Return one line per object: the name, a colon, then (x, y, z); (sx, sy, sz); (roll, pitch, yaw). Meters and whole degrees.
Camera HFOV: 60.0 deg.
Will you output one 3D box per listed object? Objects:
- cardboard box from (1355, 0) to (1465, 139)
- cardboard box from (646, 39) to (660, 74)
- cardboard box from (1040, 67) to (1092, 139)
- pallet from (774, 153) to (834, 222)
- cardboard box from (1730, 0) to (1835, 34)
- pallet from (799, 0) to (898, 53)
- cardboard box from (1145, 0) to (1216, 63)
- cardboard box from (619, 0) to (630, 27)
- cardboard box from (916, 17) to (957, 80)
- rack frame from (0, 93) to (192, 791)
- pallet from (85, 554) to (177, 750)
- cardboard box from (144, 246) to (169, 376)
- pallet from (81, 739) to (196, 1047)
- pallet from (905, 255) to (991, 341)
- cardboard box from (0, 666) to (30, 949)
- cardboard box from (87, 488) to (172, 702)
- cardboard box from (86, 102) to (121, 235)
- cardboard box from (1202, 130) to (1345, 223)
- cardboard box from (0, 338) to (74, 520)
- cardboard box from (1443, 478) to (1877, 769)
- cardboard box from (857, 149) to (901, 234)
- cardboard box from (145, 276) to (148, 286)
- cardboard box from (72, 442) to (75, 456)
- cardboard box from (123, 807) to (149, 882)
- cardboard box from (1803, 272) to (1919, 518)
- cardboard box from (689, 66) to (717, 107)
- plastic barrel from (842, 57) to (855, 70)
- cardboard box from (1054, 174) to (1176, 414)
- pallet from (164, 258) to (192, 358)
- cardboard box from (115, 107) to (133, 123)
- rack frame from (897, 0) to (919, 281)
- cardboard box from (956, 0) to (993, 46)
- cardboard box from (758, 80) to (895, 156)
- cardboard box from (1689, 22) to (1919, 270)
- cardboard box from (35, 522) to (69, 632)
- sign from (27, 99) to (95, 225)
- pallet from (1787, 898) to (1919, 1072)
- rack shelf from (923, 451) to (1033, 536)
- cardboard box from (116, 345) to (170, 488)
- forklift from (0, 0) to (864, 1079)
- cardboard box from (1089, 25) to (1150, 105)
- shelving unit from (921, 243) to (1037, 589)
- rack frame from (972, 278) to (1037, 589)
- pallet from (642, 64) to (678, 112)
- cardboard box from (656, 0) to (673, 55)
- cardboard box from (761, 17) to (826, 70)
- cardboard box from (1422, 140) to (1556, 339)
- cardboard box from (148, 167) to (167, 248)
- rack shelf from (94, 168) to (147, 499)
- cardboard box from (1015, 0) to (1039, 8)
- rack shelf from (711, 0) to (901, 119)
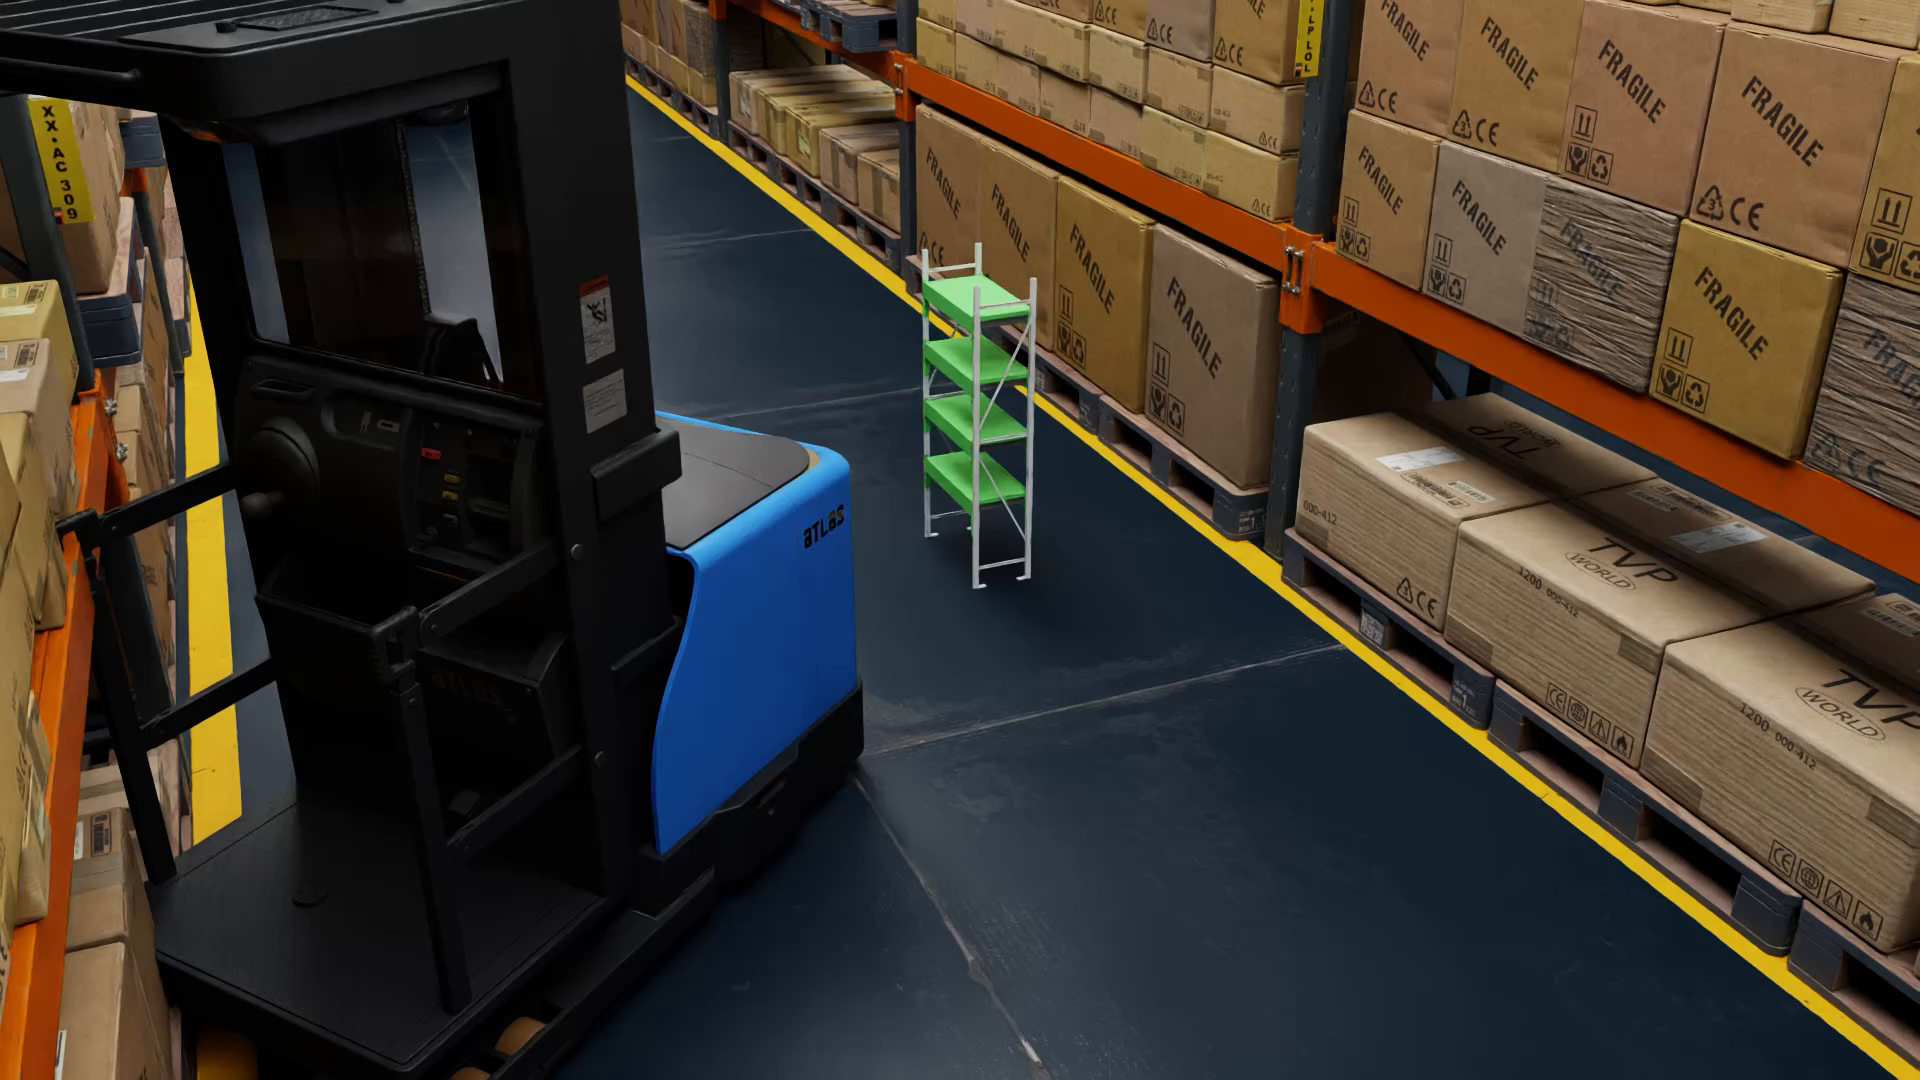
cardboard box: (1.660, -1.626, 5.407); (0.500, 0.500, 0.500); (-10, 28, -20)
cardboard box: (-2.523, -4.364, 14.925); (0.500, 0.250, 0.500); (-9, 27, -17)
cardboard box: (0.704, -2.056, 7.714); (0.500, 0.250, 0.500); (-11, 28, -21)
pallet: (-0.648, -2.535, 11.701); (1.003, 0.211, 1.213); (-11, 28, -21)
cardboard box: (2.161, -1.361, 4.126); (0.380, 0.149, 0.250); (-10, 28, -20)
pallet: (-0.247, -3.163, 10.029); (1.213, 0.211, 1.003); (-11, 28, -21)
cardboard box: (1.081, -2.204, 6.592); (0.500, 0.500, 0.500); (-10, 28, -20)
cardboard box: (-2.931, -5.117, 15.612); (0.500, 0.500, 0.500); (-12, 28, -22)
cardboard box: (0.091, -2.672, 8.975); (0.500, 0.250, 0.500); (-11, 28, -21)
rack frame: (-2.869, -0.511, 4.378); (1.000, 3.000, 0.127); (-11, 28, -21)
pallet: (-3.222, 0.420, 5.649); (1.003, 0.211, 1.213); (-11, 28, -21)
cardboard box: (-4.072, -1.057, 7.867); (0.500, 0.500, 0.500); (-10, 28, -19)
pallet: (-2.601, 1.020, 4.421); (1.003, 0.211, 1.213); (-11, 28, -21)
pallet: (0.370, -1.396, 9.368); (1.003, 0.211, 1.213); (-11, 28, -21)
cardboard box: (-1.631, 0.401, 2.343); (0.500, 0.250, 0.500); (-11, 28, -22)
cardboard box: (-2.851, 0.190, 5.313); (0.500, 0.500, 0.500); (-9, 28, -18)
cardboard box: (-3.055, -1.187, 5.170); (0.700, 0.500, 0.500); (-10, 28, -20)
cardboard box: (1.289, -1.436, 6.443); (0.500, 0.250, 0.500); (-11, 28, -22)
cardboard box: (-2.235, -0.214, 3.601); (0.500, 0.250, 0.500); (-10, 28, -20)
cardboard box: (2.195, 0.231, 5.301); (0.875, 0.438, 0.875); (-11, 28, -22)
cardboard box: (-0.082, -2.218, 10.390); (0.950, 0.372, 0.625); (-13, 29, -24)
cardboard box: (-3.874, -1.222, 7.465); (0.380, 0.149, 0.250); (-12, 29, -23)
cardboard box: (-2.390, -0.211, 4.050); (0.380, 0.149, 0.250); (-10, 28, -19)
cardboard box: (-2.241, 0.848, 4.233); (0.396, 0.266, 0.258); (-10, 28, -19)
cardboard box: (2.438, -0.356, 3.946); (0.500, 0.500, 0.500); (-10, 28, -19)
cardboard box: (-1.915, -3.741, 13.648); (0.500, 0.250, 0.500); (-9, 28, -18)
plastic barrel: (-0.801, -4.478, 15.440); (0.512, 0.421, 0.421); (8, 27, 15)
cardboard box: (1.019, -1.199, 7.730); (0.875, 0.875, 0.875); (-10, 28, -19)
pallet: (-4.722, -1.212, 8.991); (1.003, 0.211, 1.213); (-11, 28, -21)
cardboard box: (-3.724, -1.877, 6.867); (0.500, 0.250, 0.500); (-12, 28, -23)
rack frame: (0.130, -2.980, 9.435); (1.000, 3.000, 0.127); (-11, 28, -21)
cardboard box: (0.303, -2.682, 8.424); (0.500, 0.250, 0.500); (-10, 28, -19)
cardboard box: (-0.944, -3.102, 12.201); (0.950, 0.372, 0.625); (-9, 27, -17)
cardboard box: (2.238, -1.008, 4.142); (0.500, 0.500, 0.500); (-11, 28, -21)
cardboard box: (-2.062, 0.098, 3.416); (0.380, 0.149, 0.250); (-11, 28, -21)
sign: (-2.373, -0.996, 4.385); (0.100, 0.325, 0.005); (-11, 28, -21)
pallet: (2.878, 1.193, 4.066); (1.003, 0.211, 1.213); (-11, 28, -21)
rack shelf: (0.065, -0.199, 6.483); (0.258, 0.148, 0.480); (-11, 28, -21)
cardboard box: (-3.458, -0.436, 6.595); (0.500, 0.500, 0.500); (-12, 28, -22)
forklift: (-1.446, -0.142, 3.700); (1.130, 2.935, 3.031); (13, 29, 25)
cardboard box: (0.889, -2.067, 7.167); (0.500, 0.250, 0.500); (-10, 28, -19)
shelving unit: (0.065, -0.472, 6.350); (0.258, 1.200, 0.503); (-11, 28, -21)
rack frame: (0.160, -0.374, 6.148); (0.240, 1.200, 0.015); (-11, 28, -21)
pallet: (-2.213, -4.100, 14.907); (1.003, 0.211, 1.213); (-11, 28, -21)
cardboard box: (-2.316, -4.489, 14.325); (0.500, 0.500, 0.500); (-9, 27, -18)
cardboard box: (-1.419, -4.170, 13.672); (0.500, 0.500, 0.500); (-9, 27, -18)
cardboard box: (1.833, -0.972, 5.208); (0.500, 0.500, 0.500); (-10, 28, -20)
cardboard box: (-5.194, -2.036, 9.729); (0.875, 0.625, 0.625); (-12, 28, -23)
rack shelf: (-3.652, -0.995, 6.189); (1.077, 0.370, 4.000); (-11, 28, -21)
cardboard box: (0.490, -2.823, 7.860); (0.500, 0.500, 0.500); (-10, 28, -19)
rack shelf: (-0.653, -3.464, 11.246); (1.077, 0.370, 4.000); (-11, 28, -21)
